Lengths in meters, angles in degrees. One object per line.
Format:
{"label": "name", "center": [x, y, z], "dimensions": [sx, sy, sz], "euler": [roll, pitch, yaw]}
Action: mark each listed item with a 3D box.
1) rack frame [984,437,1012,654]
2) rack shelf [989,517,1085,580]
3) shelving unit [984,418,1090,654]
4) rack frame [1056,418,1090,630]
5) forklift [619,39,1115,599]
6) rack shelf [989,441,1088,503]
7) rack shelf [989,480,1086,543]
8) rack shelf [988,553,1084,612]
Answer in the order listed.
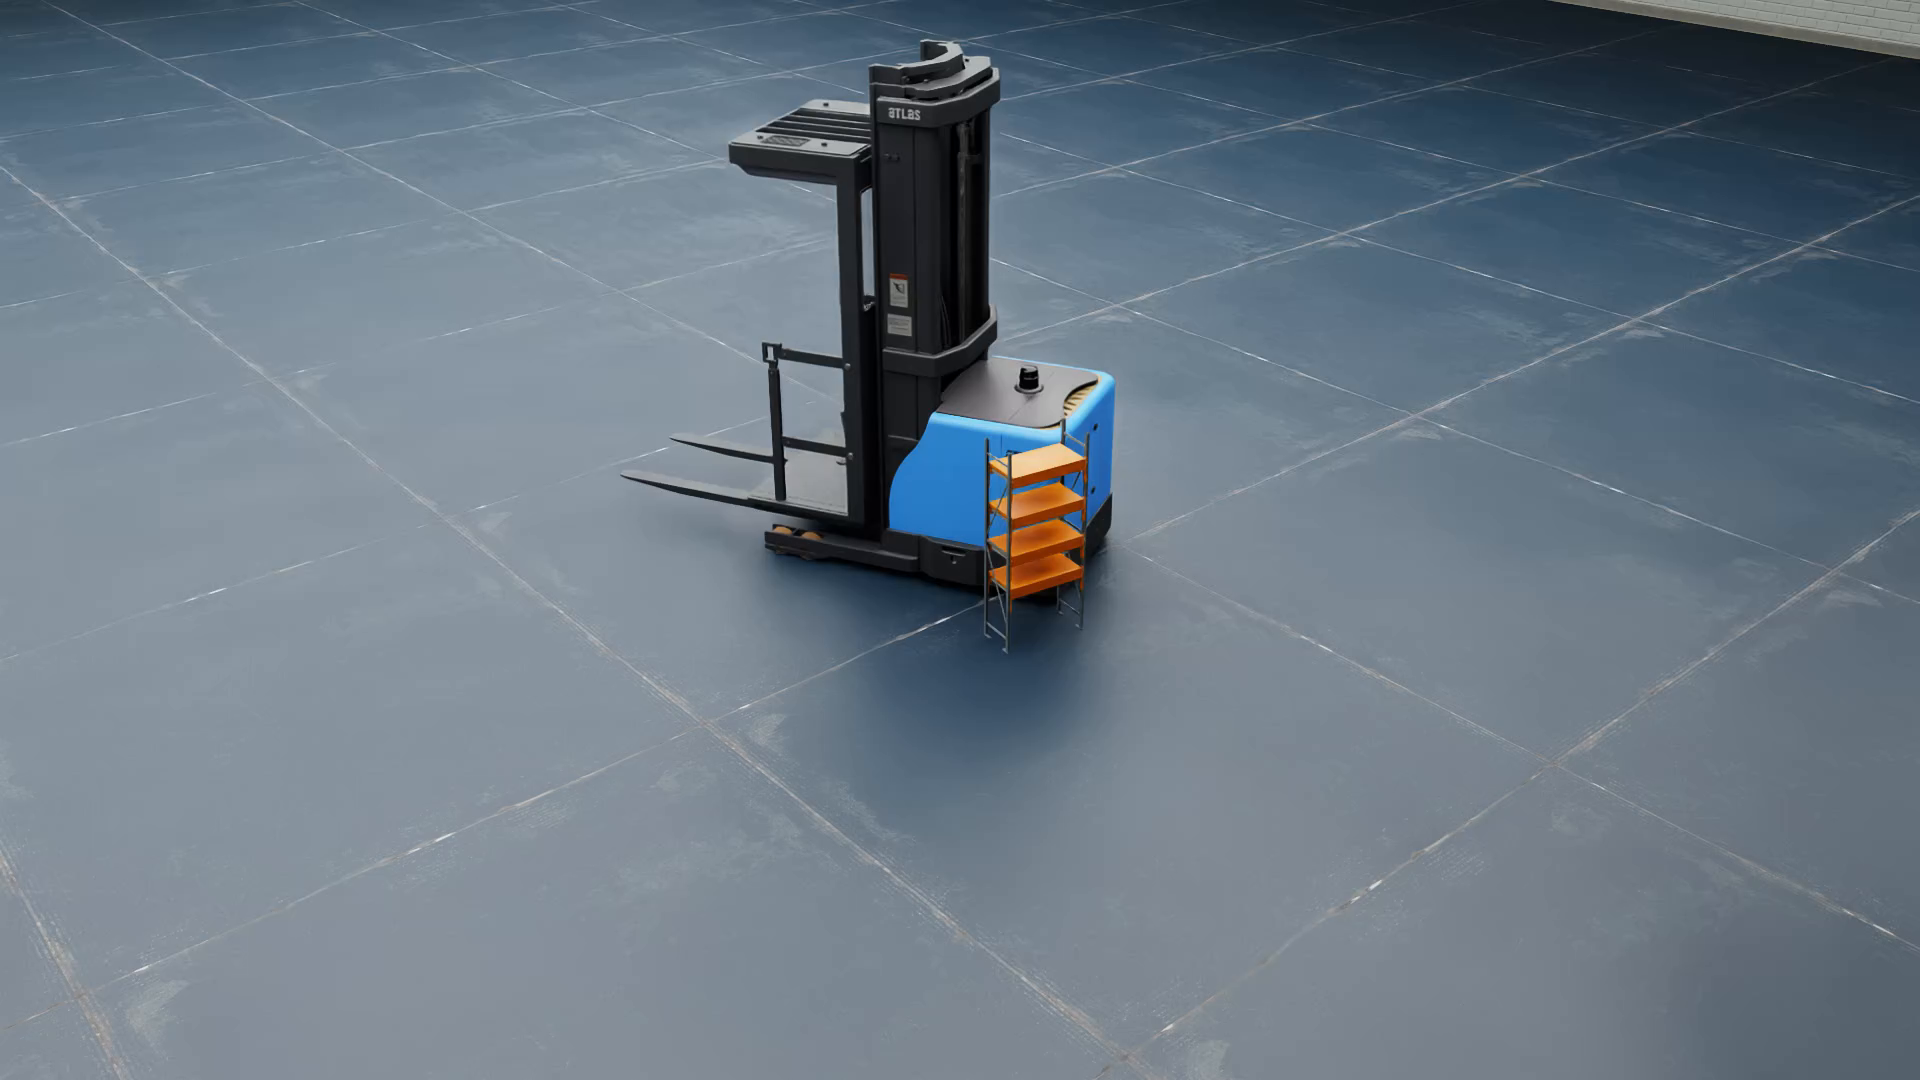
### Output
{"label": "rack frame", "center": [0.201, 0.043, 8.895], "dimensions": [0.015, 1.200, 0.240], "euler": [-16, 32, -27]}
{"label": "rack shelf", "center": [0.409, 0.042, 9.039], "dimensions": [0.480, 0.148, 0.258], "euler": [-16, 32, -27]}
{"label": "shelving unit", "center": [0.409, -0.018, 9.007], "dimensions": [0.503, 1.200, 0.258], "euler": [-16, 32, -27]}
{"label": "rack frame", "center": [0.617, -0.078, 9.120], "dimensions": [0.015, 1.200, 0.240], "euler": [-16, 32, -27]}
{"label": "forklift", "center": [-0.639, -1.388, 9.738], "dimensions": [3.031, 2.935, 1.130], "euler": [11, 30, 19]}
{"label": "rack shelf", "center": [0.407, -0.365, 8.825], "dimensions": [0.480, 0.148, 0.258], "euler": [-16, 32, -27]}
{"label": "rack shelf", "center": [0.408, -0.156, 8.935], "dimensions": [0.480, 0.148, 0.258], "euler": [-16, 32, -27]}
{"label": "rack shelf", "center": [0.410, 0.218, 9.131], "dimensions": [0.480, 0.148, 0.258], "euler": [-16, 32, -27]}
